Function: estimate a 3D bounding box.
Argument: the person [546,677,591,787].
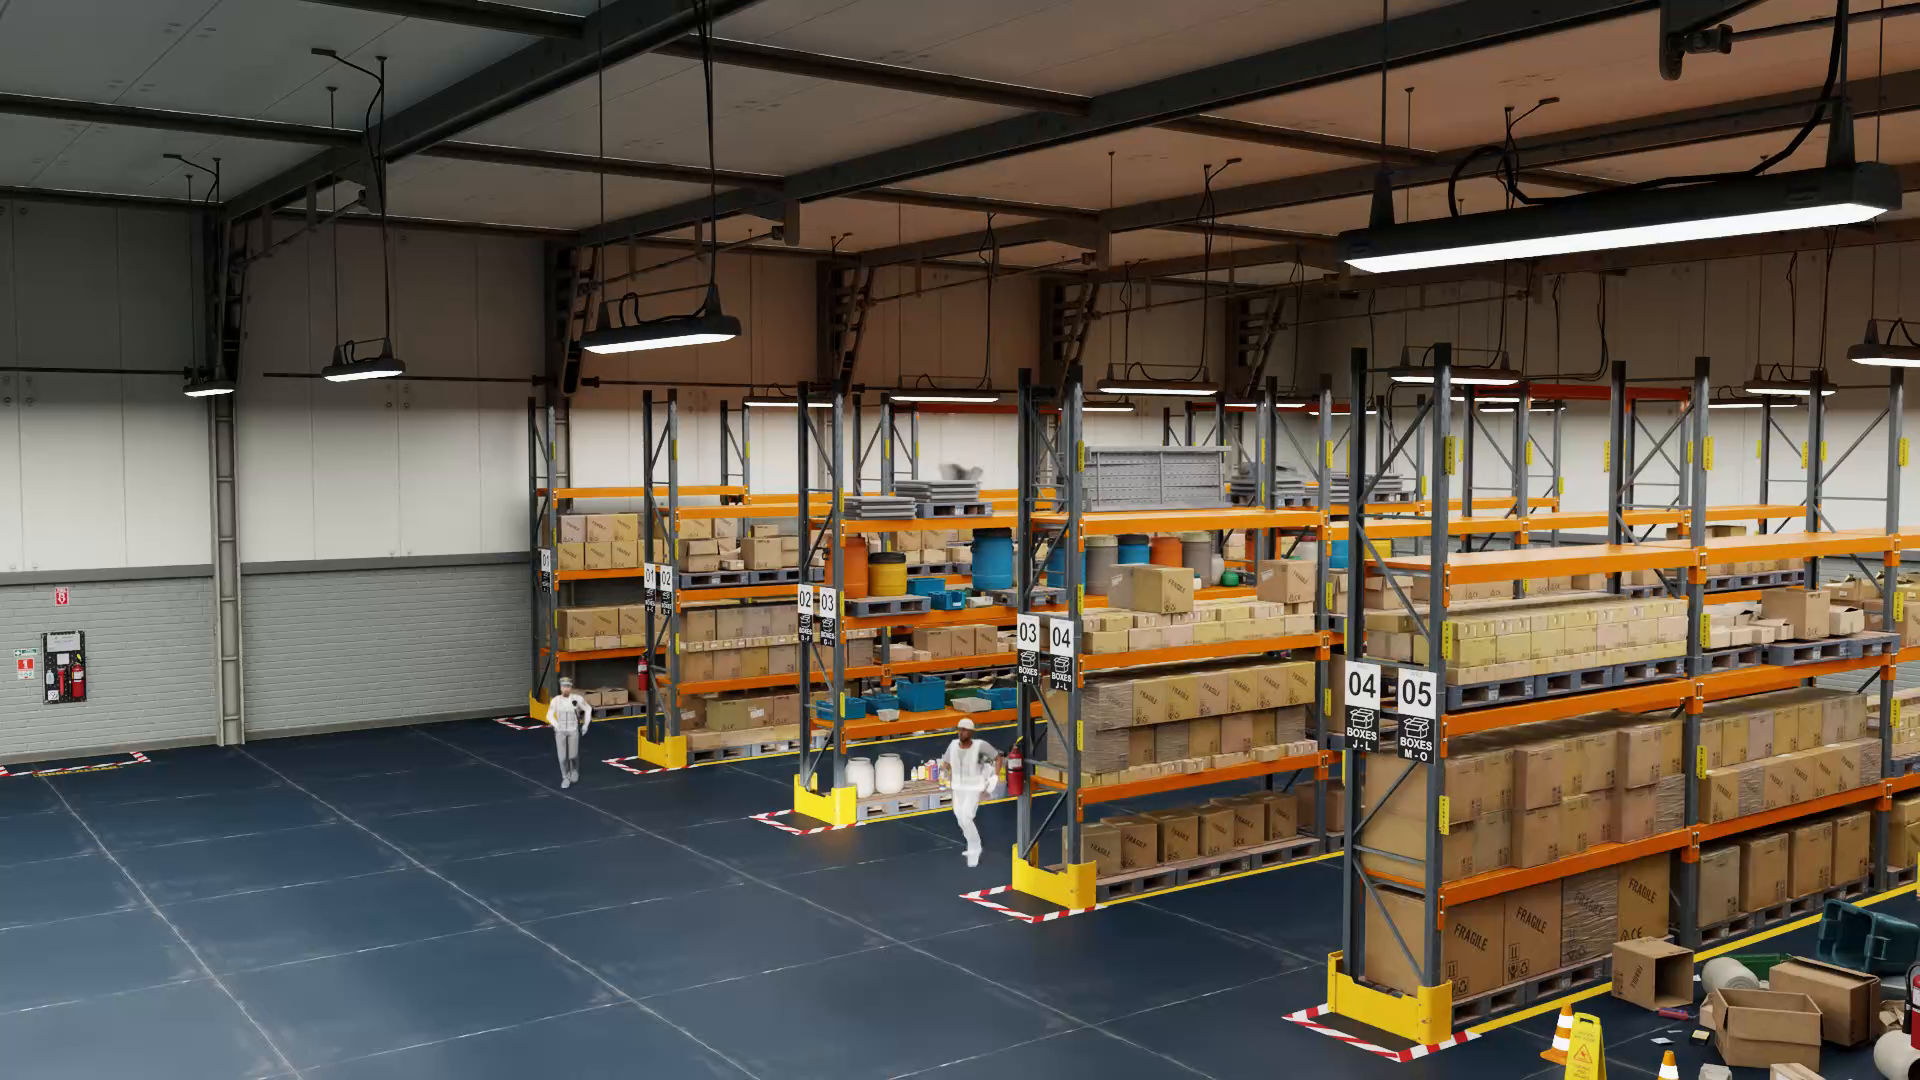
[{"bbox_3d":[-5.843,2.870,24.833,0.651,1.662,0.539,-1,3,-10],"label":"person"}]

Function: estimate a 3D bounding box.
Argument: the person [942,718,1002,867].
[{"bbox_3d":[0.088,3.092,20.315,0.712,1.832,0.730,2,4,33],"label":"person"}]

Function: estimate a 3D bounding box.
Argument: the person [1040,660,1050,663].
[{"bbox_3d":[1.782,2.392,33.542,0.825,1.591,0.539,-3,5,-42],"label":"person"}]
